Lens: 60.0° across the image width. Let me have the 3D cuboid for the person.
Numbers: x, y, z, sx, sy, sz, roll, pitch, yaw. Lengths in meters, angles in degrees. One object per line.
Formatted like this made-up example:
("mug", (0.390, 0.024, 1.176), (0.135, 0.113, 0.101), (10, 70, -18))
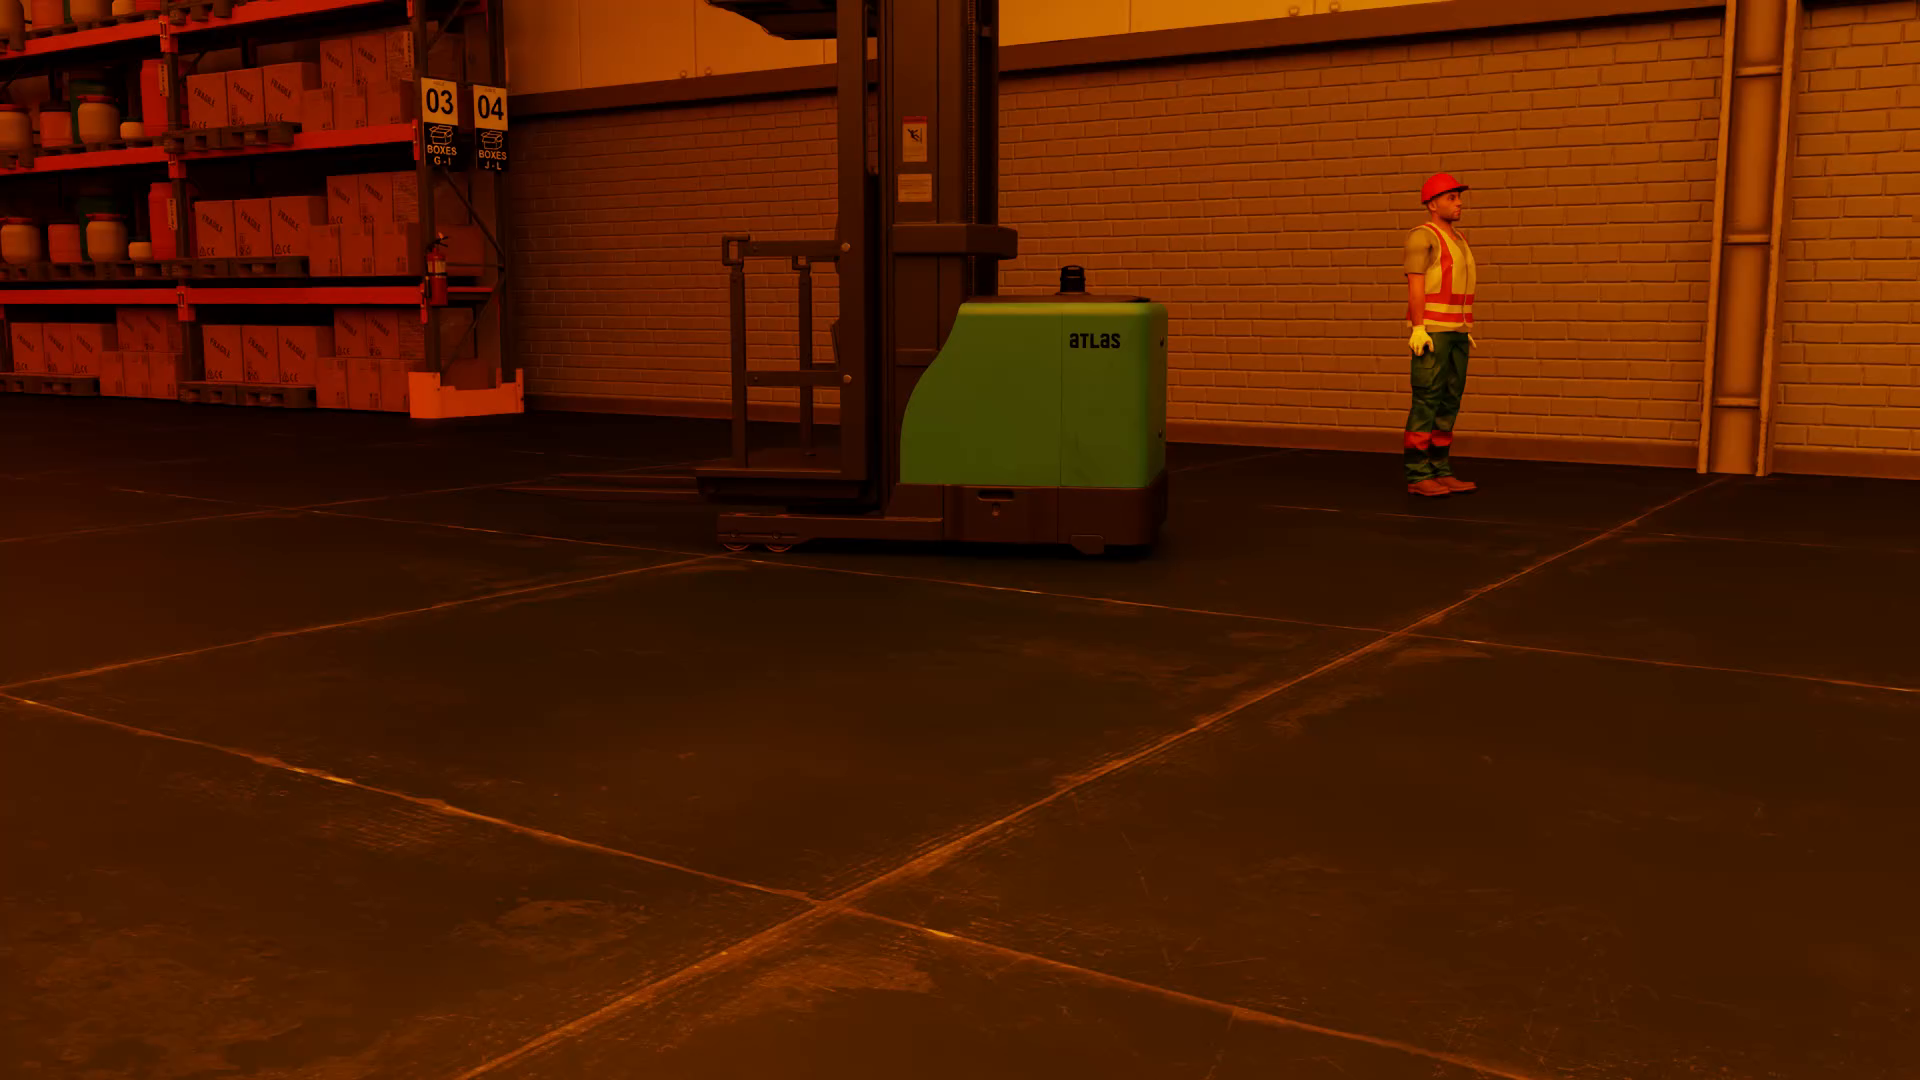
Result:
("person", (2.725, -1.156, 9.378), (0.535, 1.794, 0.375), (-8, 11, -44))

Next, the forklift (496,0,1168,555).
("forklift", (-0.596, -1.469, 7.520), (3.031, 2.935, 1.130), (2, 8, 12))
